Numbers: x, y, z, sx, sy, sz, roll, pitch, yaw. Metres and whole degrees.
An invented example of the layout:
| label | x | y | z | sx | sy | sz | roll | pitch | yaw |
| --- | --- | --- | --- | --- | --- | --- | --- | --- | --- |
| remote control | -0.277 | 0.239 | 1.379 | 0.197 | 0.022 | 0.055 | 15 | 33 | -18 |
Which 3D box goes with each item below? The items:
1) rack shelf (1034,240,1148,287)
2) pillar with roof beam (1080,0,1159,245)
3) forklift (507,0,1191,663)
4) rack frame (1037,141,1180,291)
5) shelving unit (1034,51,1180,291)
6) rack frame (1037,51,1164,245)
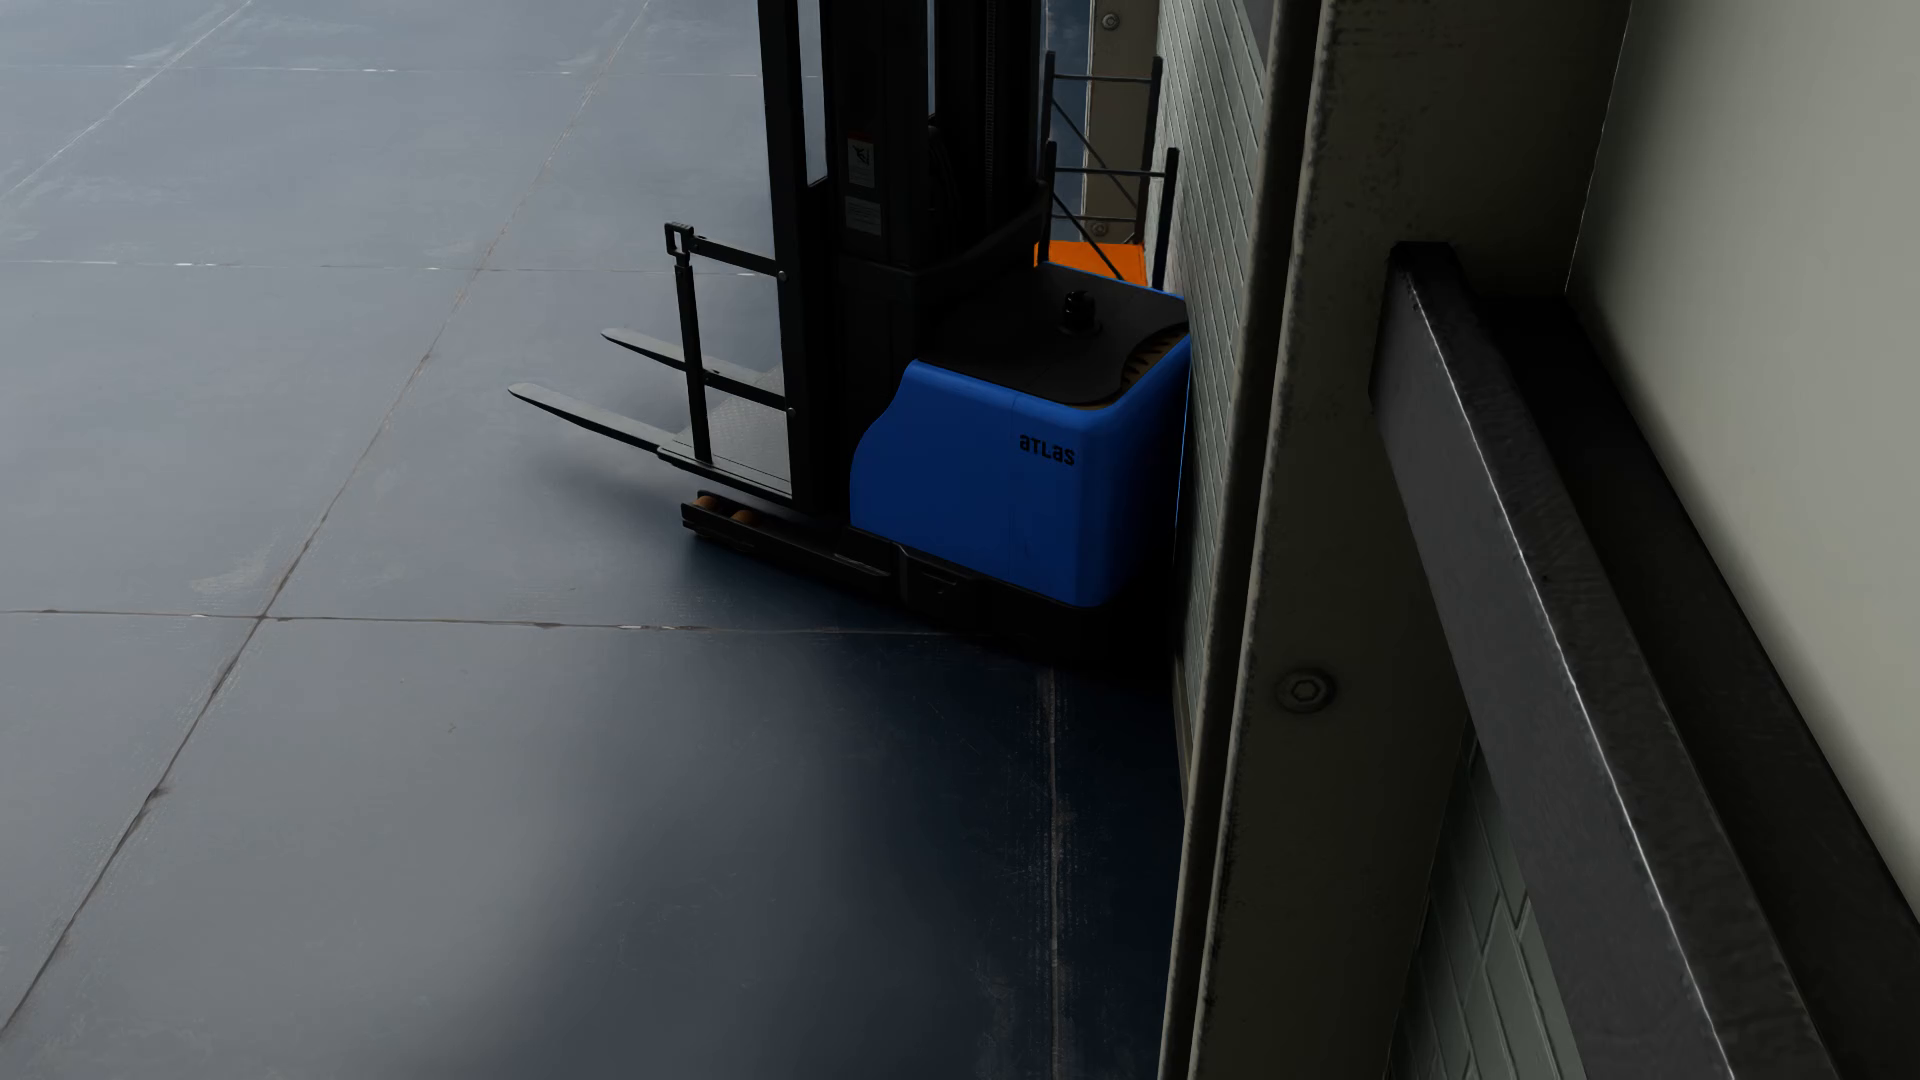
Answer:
| label | x | y | z | sx | sy | sz | roll | pitch | yaw |
| --- | --- | --- | --- | --- | --- | --- | --- | --- | --- |
| rack shelf | 0.554 | -1.006 | 7.170 | 0.538 | 0.185 | 1.000 | 3 | 35 | 1 |
| pillar with roof beam | -3.523 | -5.134 | 6.229 | 9.100 | 9.000 | 0.400 | 1 | 35 | 2 |
| forklift | -0.529 | -1.388 | 6.175 | 3.031 | 2.935 | 1.130 | 20 | 40 | 25 |
| rack frame | 0.541 | -0.862 | 6.651 | 0.500 | 1.500 | 0.032 | 3 | 35 | 1 |
| shelving unit | 0.562 | -1.159 | 7.074 | 0.587 | 1.500 | 1.083 | 3 | 35 | 1 |
| rack frame | 0.582 | -1.445 | 7.483 | 0.500 | 1.500 | 0.032 | 3 | 35 | 1 |
